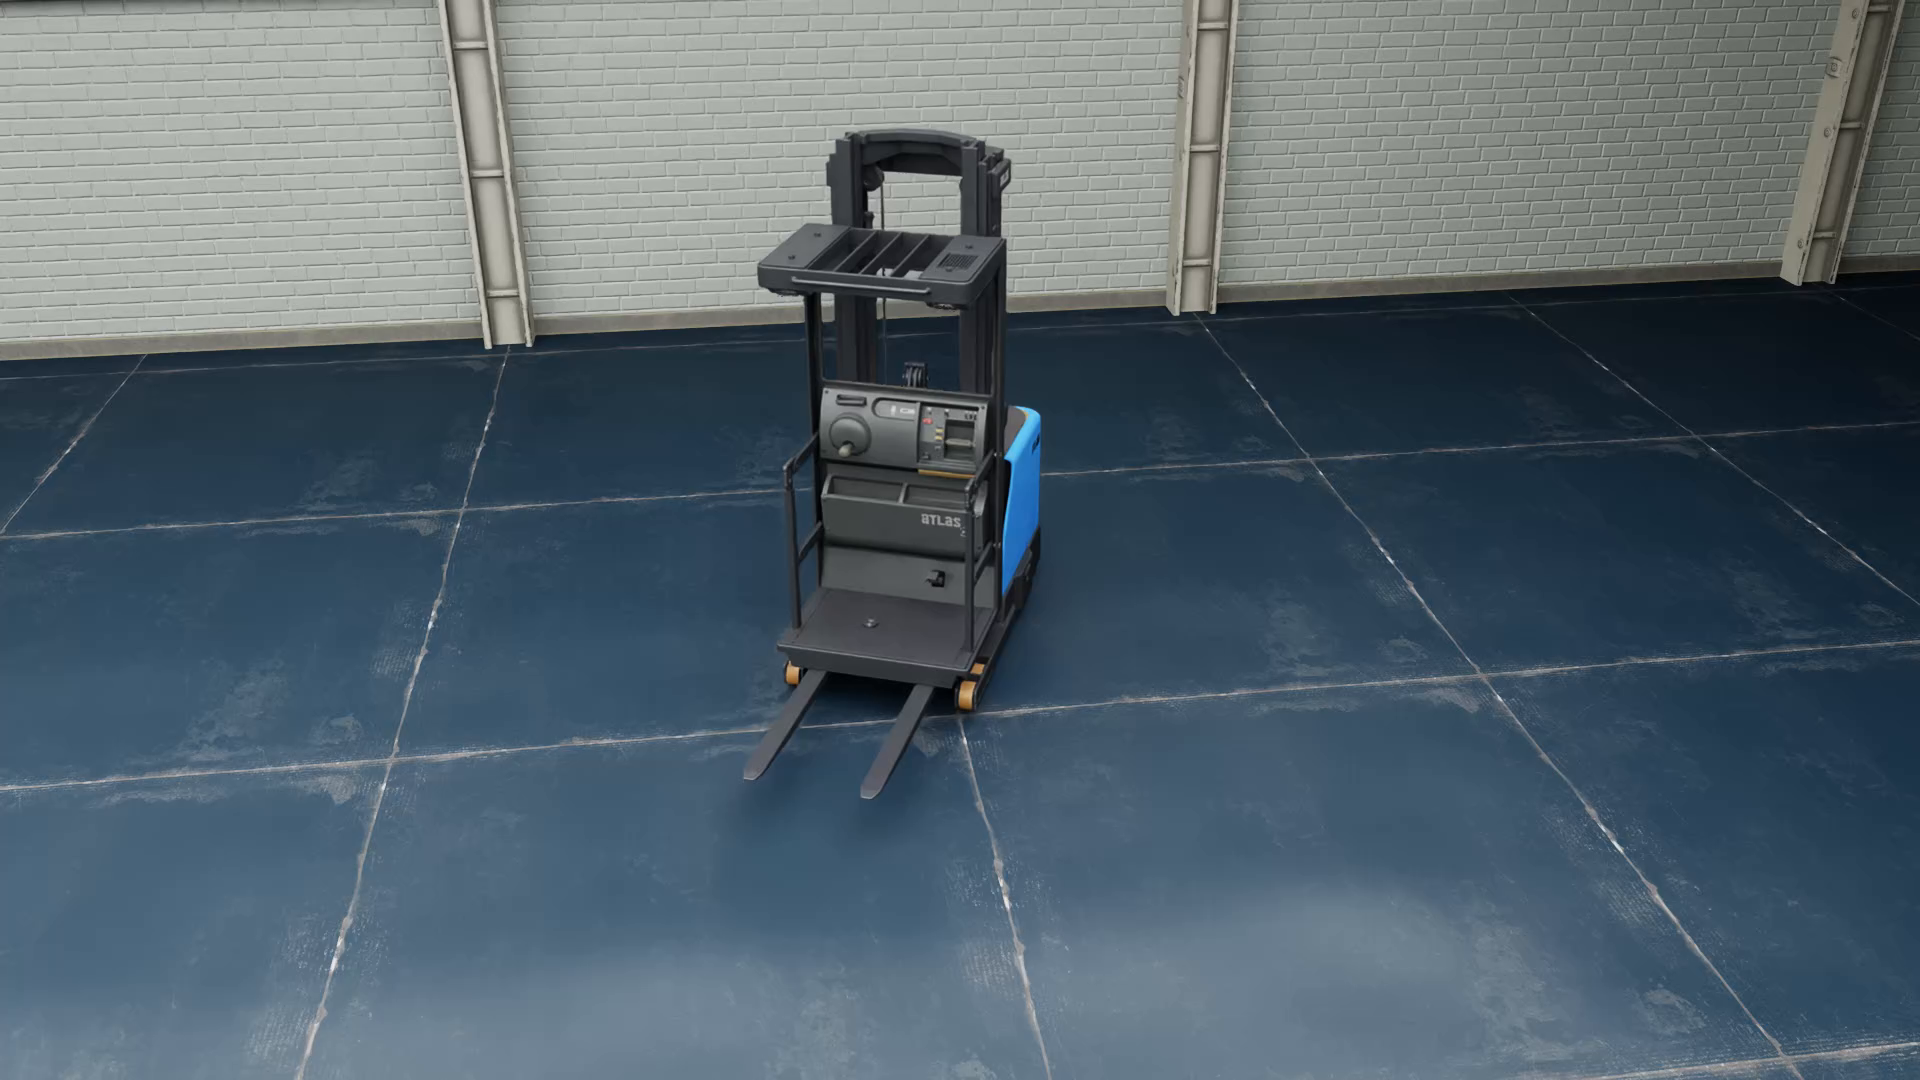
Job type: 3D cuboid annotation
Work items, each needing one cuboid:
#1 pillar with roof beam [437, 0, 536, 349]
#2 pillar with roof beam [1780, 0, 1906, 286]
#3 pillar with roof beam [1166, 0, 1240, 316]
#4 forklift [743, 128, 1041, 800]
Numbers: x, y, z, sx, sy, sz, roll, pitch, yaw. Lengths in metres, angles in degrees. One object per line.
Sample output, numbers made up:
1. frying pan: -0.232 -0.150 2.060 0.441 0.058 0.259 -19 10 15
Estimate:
1. pillar with roof beam: -3.259 -3.764 8.432 0.400 9.000 9.100 -4 27 -7
2. pillar with roof beam: 8.624 -4.528 9.919 0.400 9.000 9.100 -4 27 -7
3. pillar with roof beam: 2.682 -4.146 9.176 0.400 9.000 9.100 -4 27 -7
4. forklift: -0.361 -0.562 8.838 1.130 2.935 3.031 7 28 13
